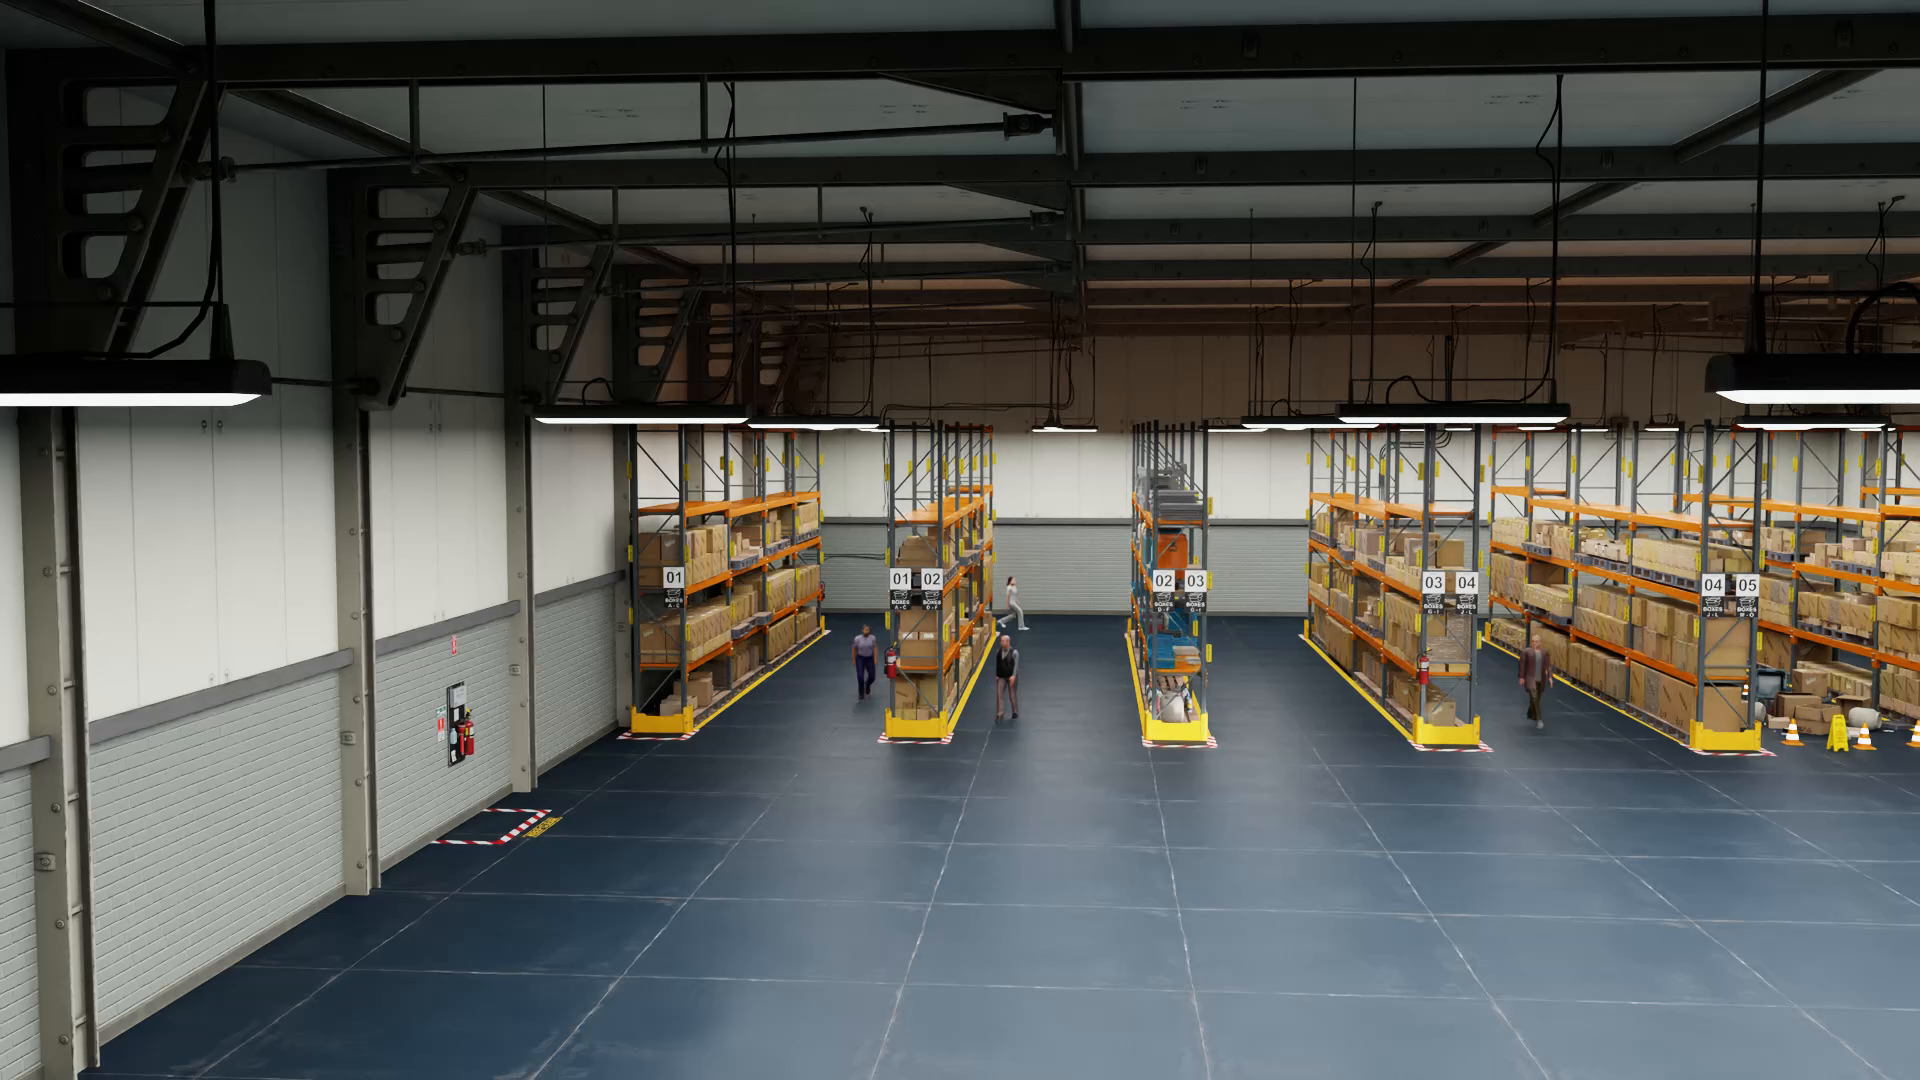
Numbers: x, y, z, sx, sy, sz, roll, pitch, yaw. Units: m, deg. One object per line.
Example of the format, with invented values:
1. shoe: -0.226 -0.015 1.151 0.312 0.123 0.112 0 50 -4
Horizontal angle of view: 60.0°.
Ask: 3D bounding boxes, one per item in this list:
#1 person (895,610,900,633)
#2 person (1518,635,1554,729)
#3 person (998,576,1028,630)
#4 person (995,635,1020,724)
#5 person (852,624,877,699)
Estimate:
1. person: -1.572 1.862 44.891 0.494 1.545 0.611 2 4 31
2. person: 11.369 2.763 32.797 0.606 1.783 0.904 0 4 -6
3. person: 1.555 1.847 48.855 0.962 1.566 0.438 1 4 22
4. person: 0.916 2.761 33.188 0.573 1.701 0.855 2 4 24
5. person: -2.092 2.630 36.251 0.538 1.629 0.575 -1 4 -14
